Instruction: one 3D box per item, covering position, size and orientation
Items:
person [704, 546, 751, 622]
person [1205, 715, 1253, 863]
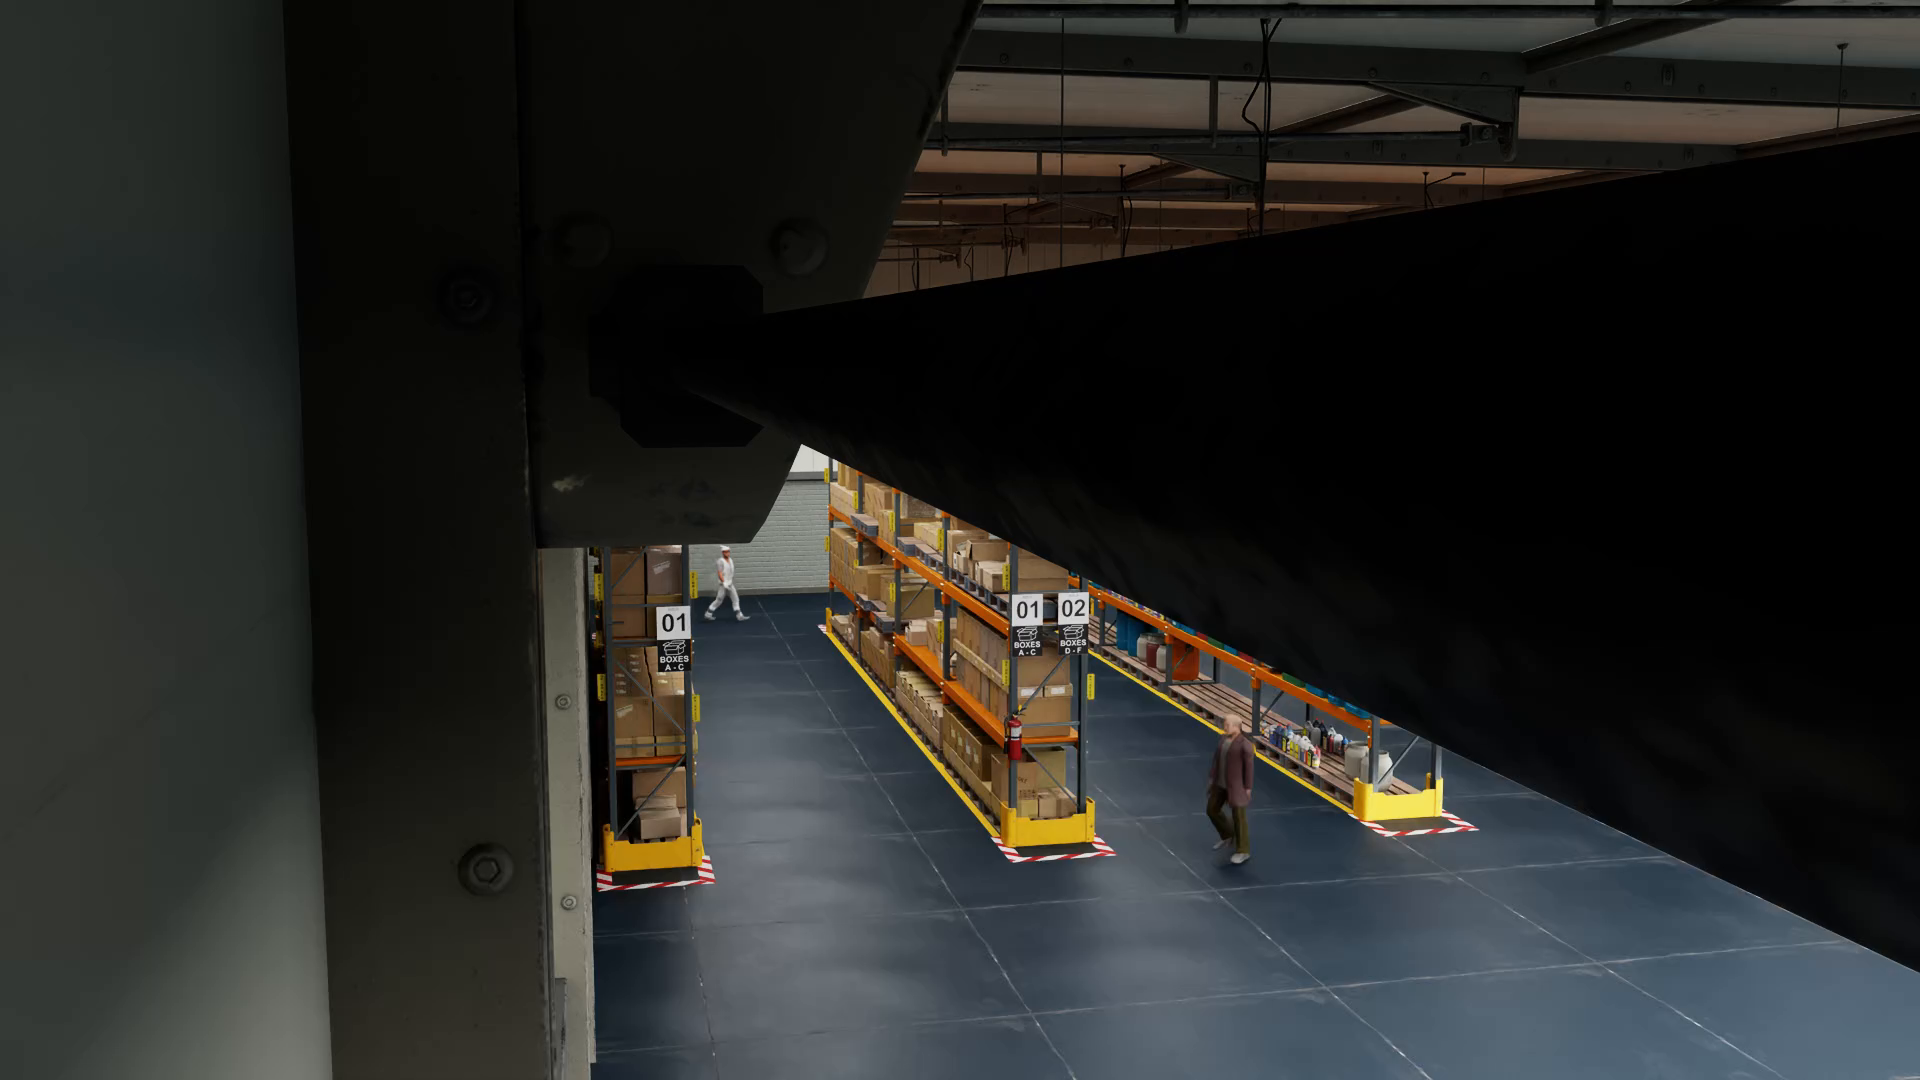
[{"bbox_3d":[-5.290,0.988,37.714,1.044,1.733,0.593,0,7,3],"label":"person"},{"bbox_3d":[3.327,3.017,20.419,0.502,1.796,0.623,-5,8,-35],"label":"person"}]
